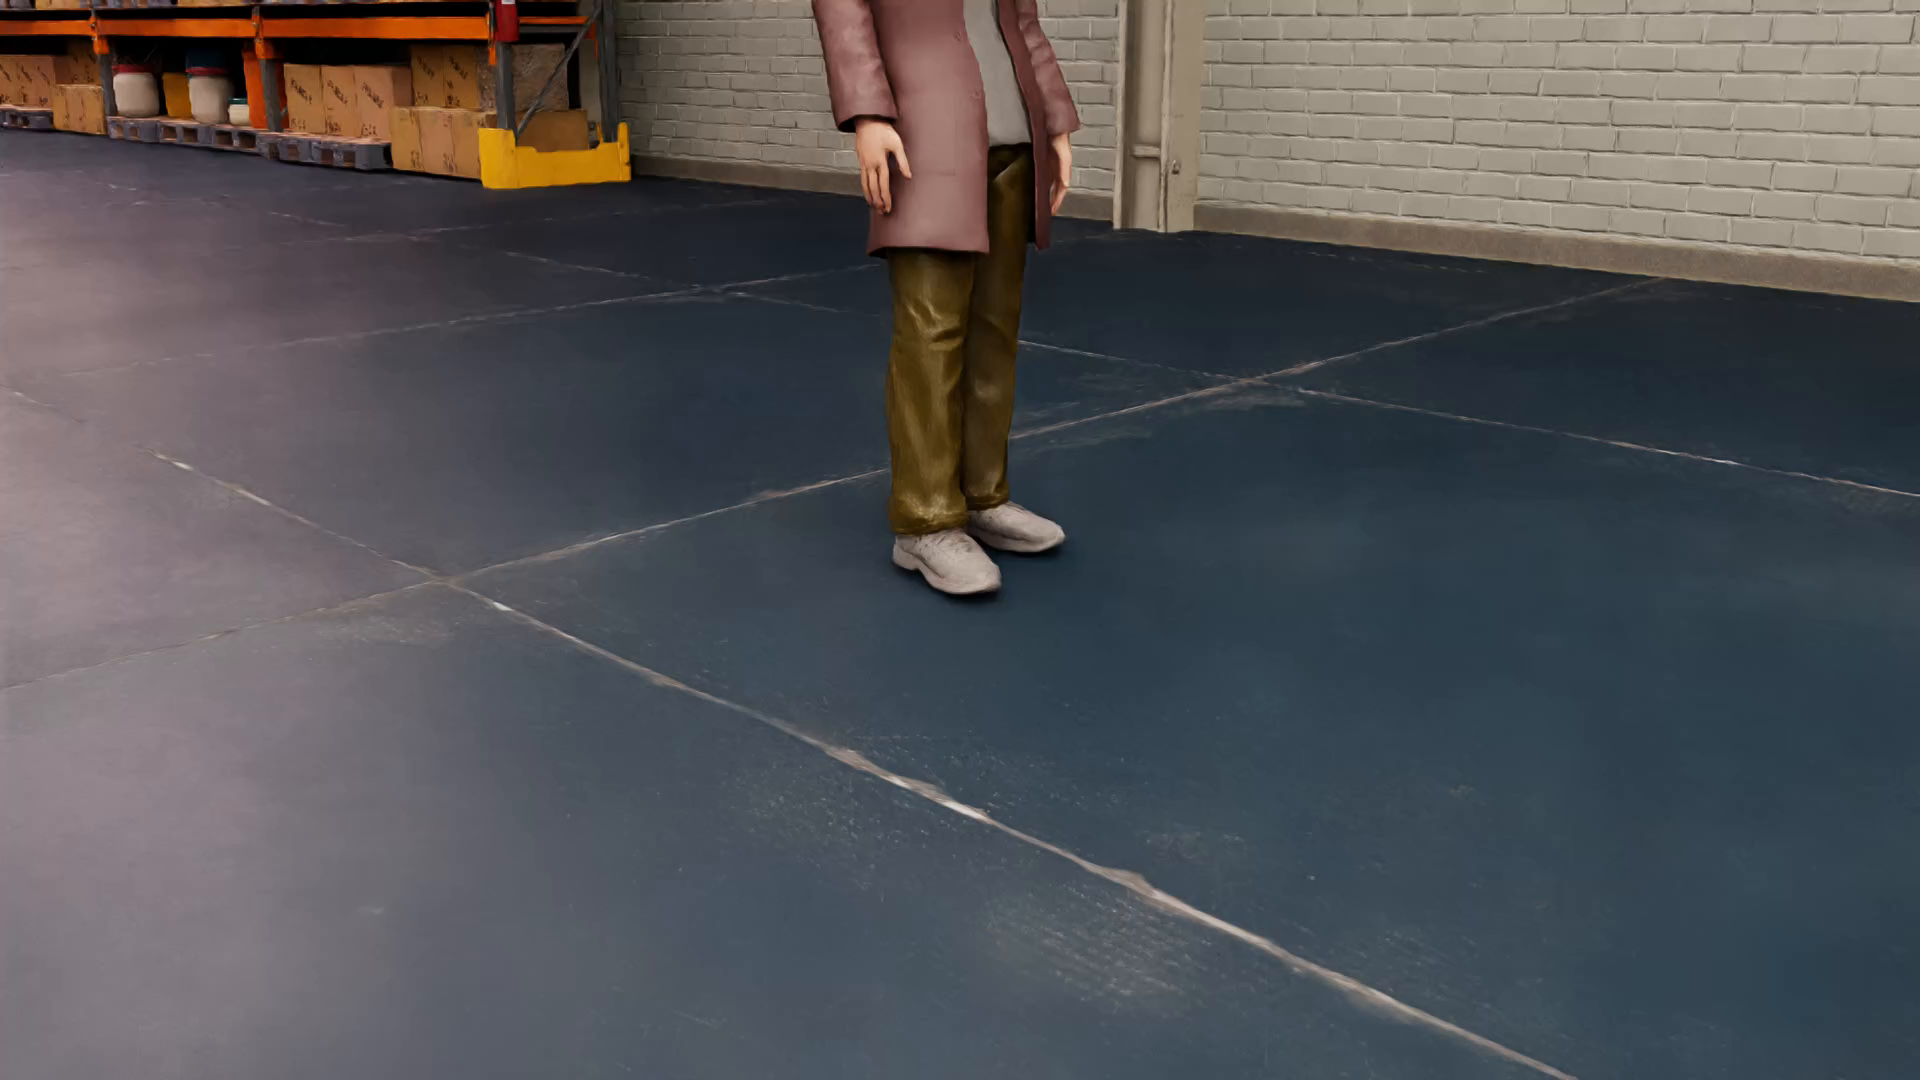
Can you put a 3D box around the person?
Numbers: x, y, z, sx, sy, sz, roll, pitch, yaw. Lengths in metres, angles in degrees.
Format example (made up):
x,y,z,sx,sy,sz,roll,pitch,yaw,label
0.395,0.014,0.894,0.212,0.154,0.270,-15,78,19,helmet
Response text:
x,y,z,sx,sy,sz,roll,pitch,yaw,label
0.062,-0.836,3.566,0.580,1.776,0.694,16,23,42,person
